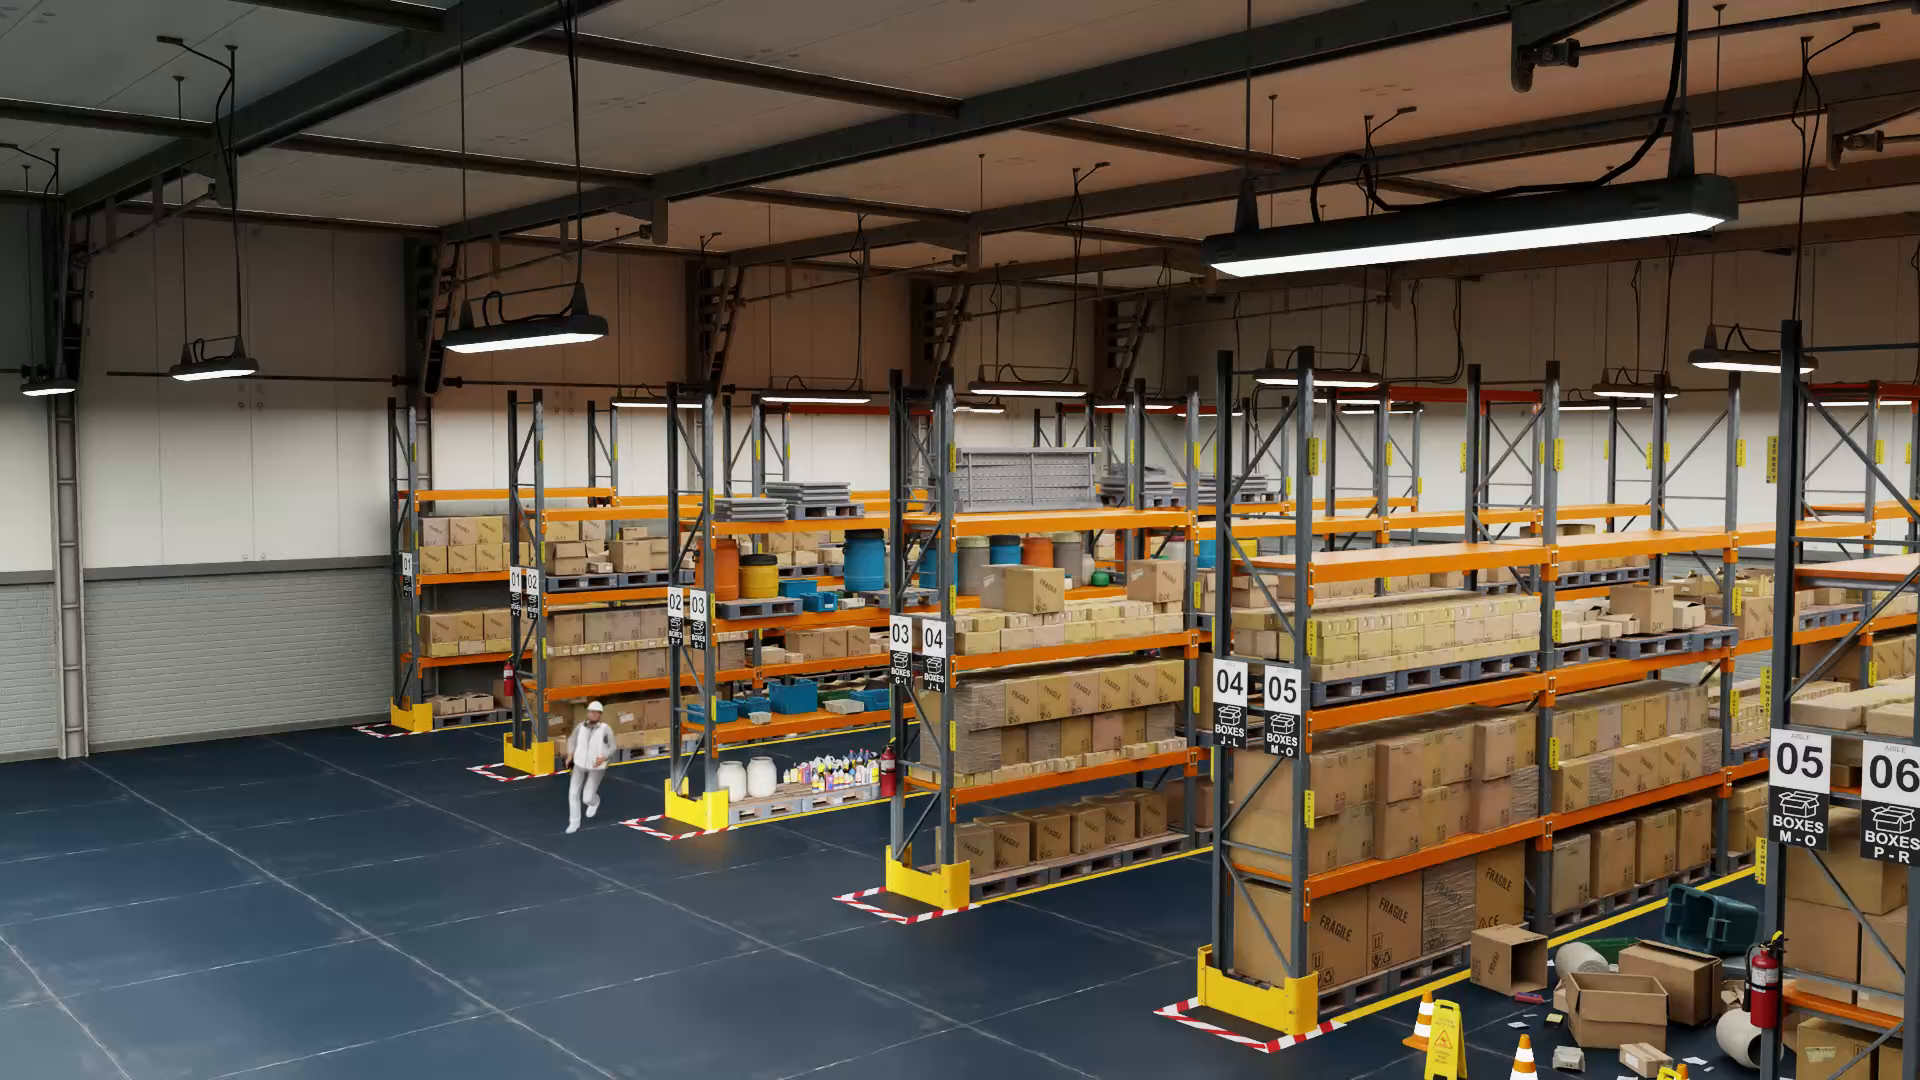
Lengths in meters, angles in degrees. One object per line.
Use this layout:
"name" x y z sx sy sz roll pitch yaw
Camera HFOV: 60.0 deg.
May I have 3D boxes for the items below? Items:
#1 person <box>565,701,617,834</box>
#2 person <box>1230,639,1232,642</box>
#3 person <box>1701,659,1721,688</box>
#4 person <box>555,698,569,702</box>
"person" -4.936 3.019 22.295 0.695 1.741 0.718 0 3 6
"person" 5.520 2.314 34.300 0.650 1.781 0.714 2 4 36
"person" 12.982 2.693 28.440 0.568 1.599 0.567 0 3 -5
"person" -6.809 2.695 28.432 0.626 1.671 0.588 2 4 35
